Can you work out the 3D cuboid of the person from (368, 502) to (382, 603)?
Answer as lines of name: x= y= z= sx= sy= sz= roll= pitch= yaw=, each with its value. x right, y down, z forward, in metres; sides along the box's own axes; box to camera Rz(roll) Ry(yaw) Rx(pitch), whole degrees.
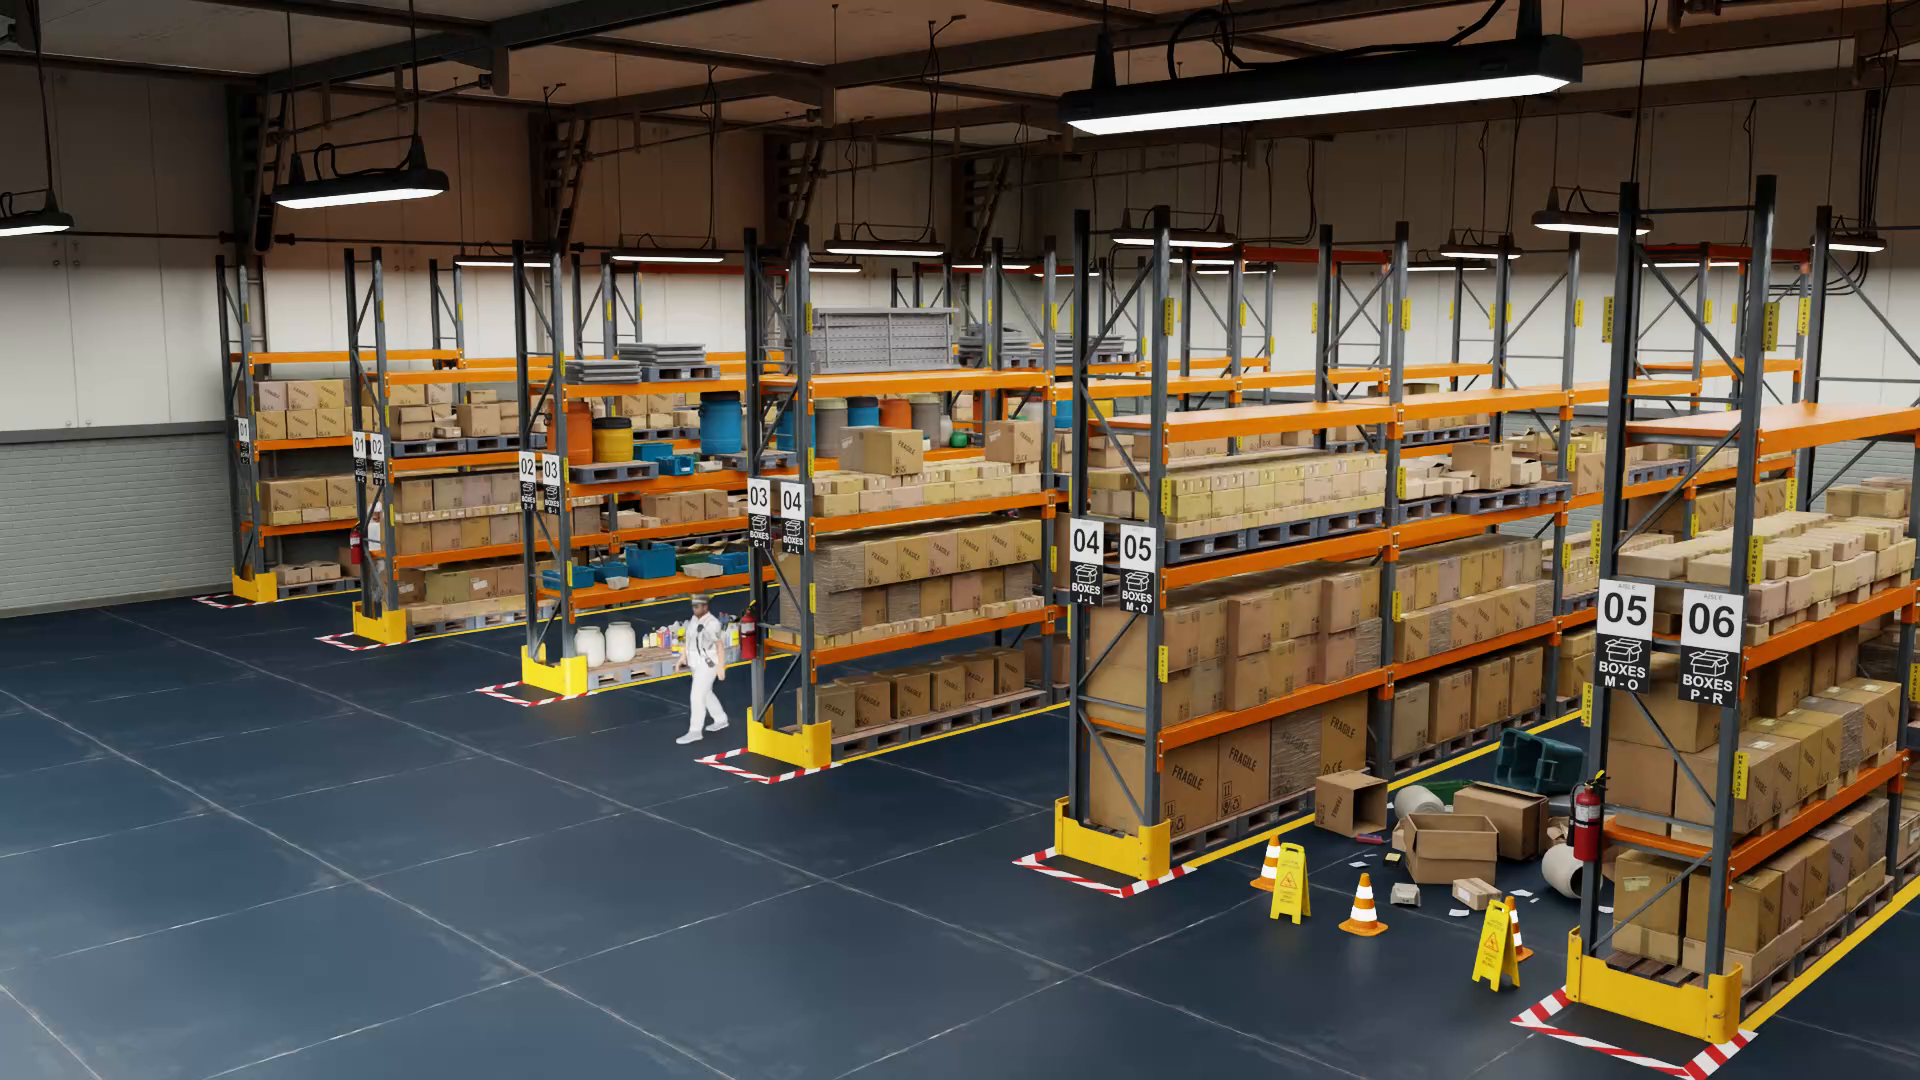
person: x=-10.038 y=0.262 z=28.676 sx=0.599 sy=1.837 sz=0.521 roll=0 pitch=8 yaw=-1

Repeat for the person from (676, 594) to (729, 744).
person: x=-3.112 y=1.503 z=19.922 sx=0.849 sy=1.725 sz=0.661 roll=-5 pitch=9 yaw=-31
